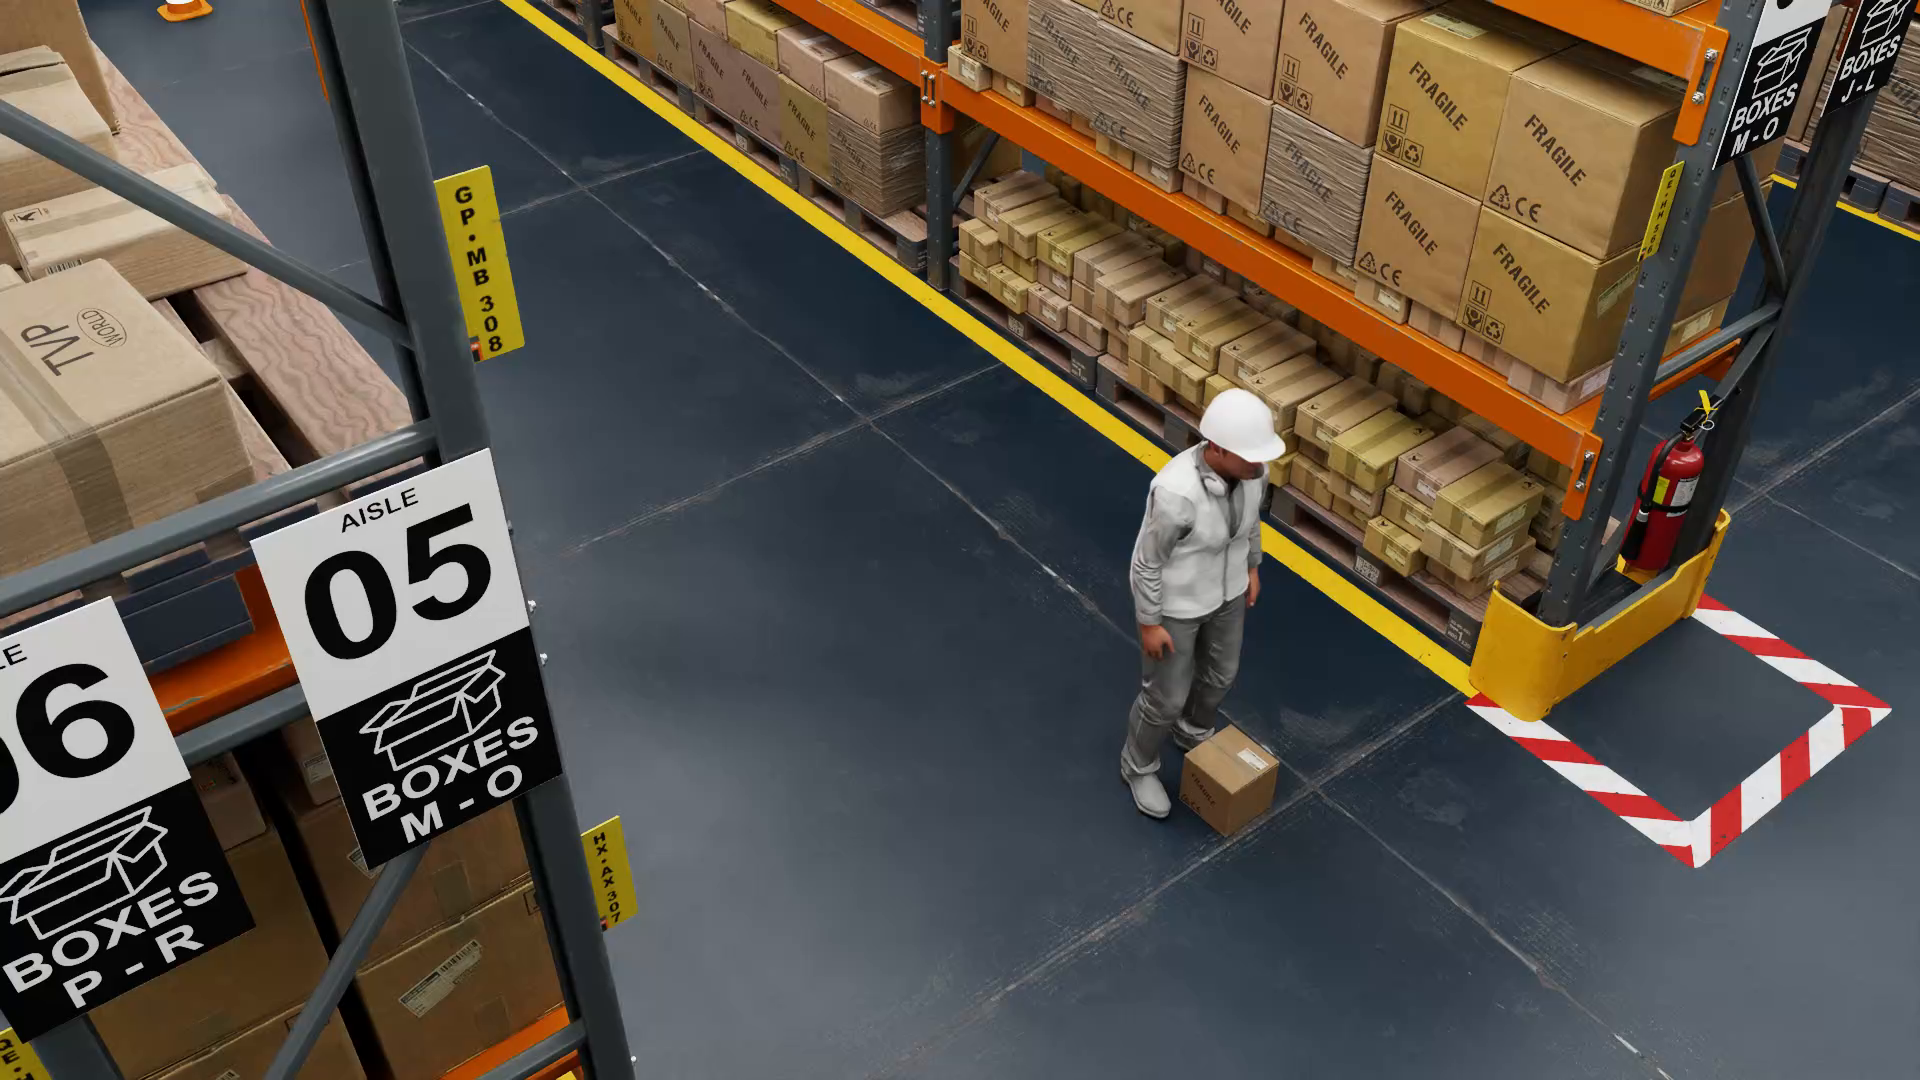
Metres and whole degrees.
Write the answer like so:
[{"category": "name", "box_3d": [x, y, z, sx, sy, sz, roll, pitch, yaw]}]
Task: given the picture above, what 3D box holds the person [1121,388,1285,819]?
[{"category": "person", "box_3d": [0.848, 0.195, 5.904, 0.583, 1.771, 0.466, -27, 47, -28]}]
